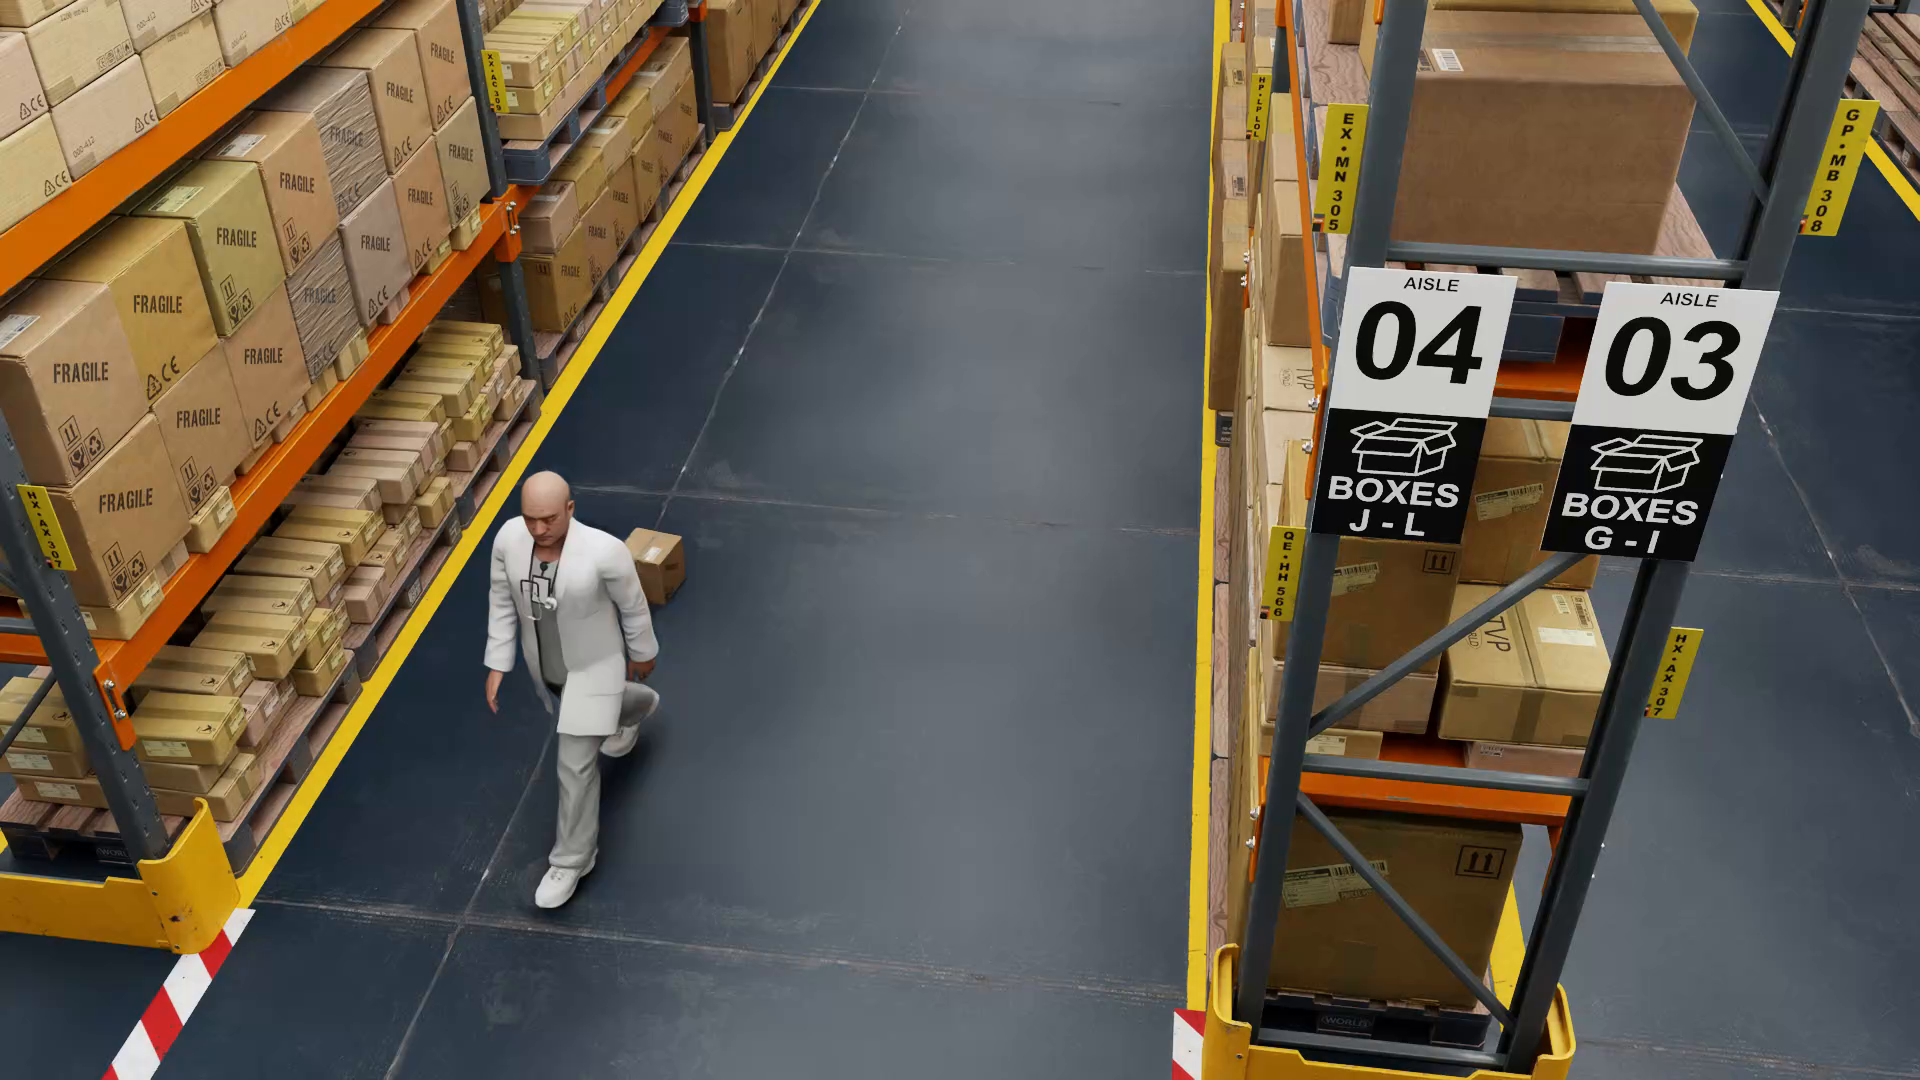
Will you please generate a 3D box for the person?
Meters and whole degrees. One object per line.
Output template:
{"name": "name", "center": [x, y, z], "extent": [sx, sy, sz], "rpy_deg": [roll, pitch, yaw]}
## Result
{"name": "person", "center": [-1.493, 0.427, 6.408], "extent": [0.576, 1.664, 1.126], "rpy_deg": [13, 38, 18]}
